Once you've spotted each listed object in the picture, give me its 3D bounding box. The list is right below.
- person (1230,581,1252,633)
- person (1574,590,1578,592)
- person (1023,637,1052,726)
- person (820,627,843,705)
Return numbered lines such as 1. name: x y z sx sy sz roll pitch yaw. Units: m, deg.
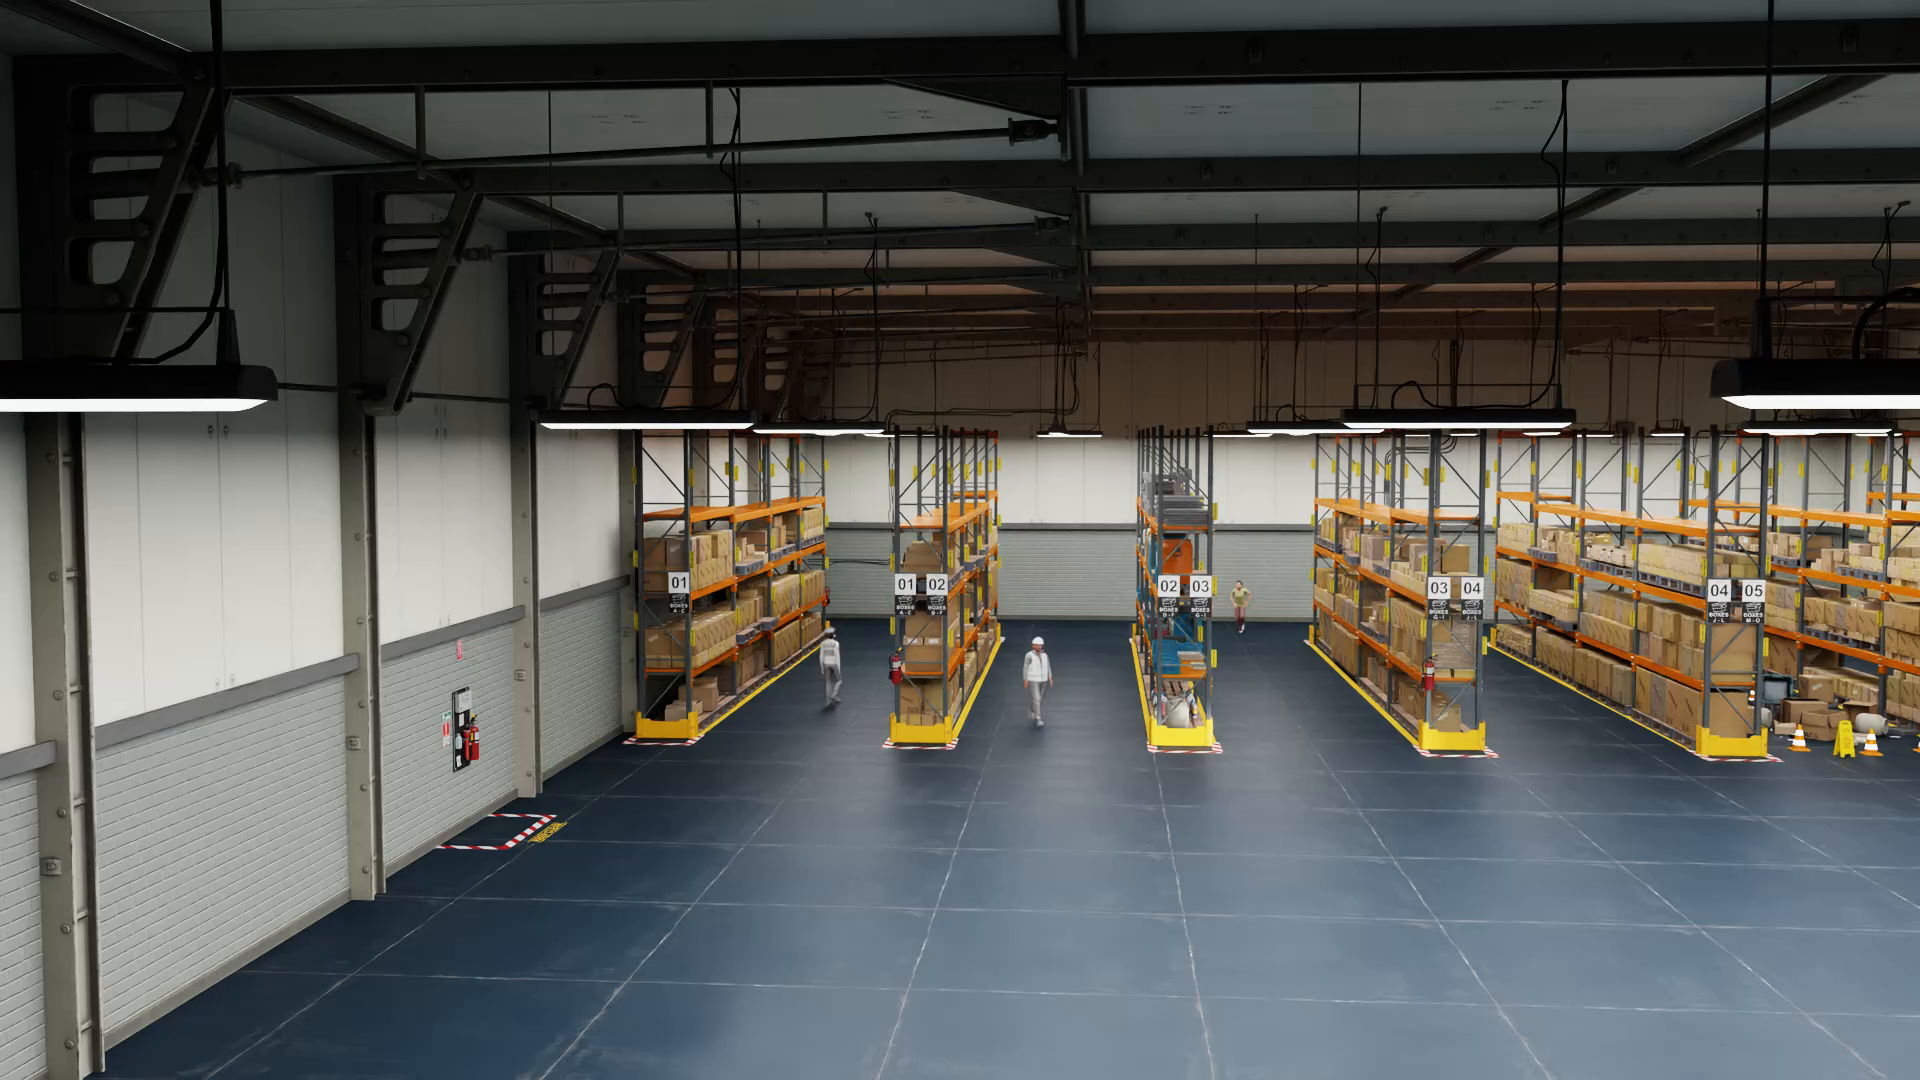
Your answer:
1. person: 8.332 1.976 49.316 0.621 1.576 0.679 1 4 17
2. person: 17.375 2.033 46.827 1.036 1.694 0.530 1 4 23
3. person: 1.589 2.822 33.471 0.561 1.737 0.883 -2 4 -35
4. person: -2.786 2.722 35.840 0.526 1.679 0.464 1 4 15
